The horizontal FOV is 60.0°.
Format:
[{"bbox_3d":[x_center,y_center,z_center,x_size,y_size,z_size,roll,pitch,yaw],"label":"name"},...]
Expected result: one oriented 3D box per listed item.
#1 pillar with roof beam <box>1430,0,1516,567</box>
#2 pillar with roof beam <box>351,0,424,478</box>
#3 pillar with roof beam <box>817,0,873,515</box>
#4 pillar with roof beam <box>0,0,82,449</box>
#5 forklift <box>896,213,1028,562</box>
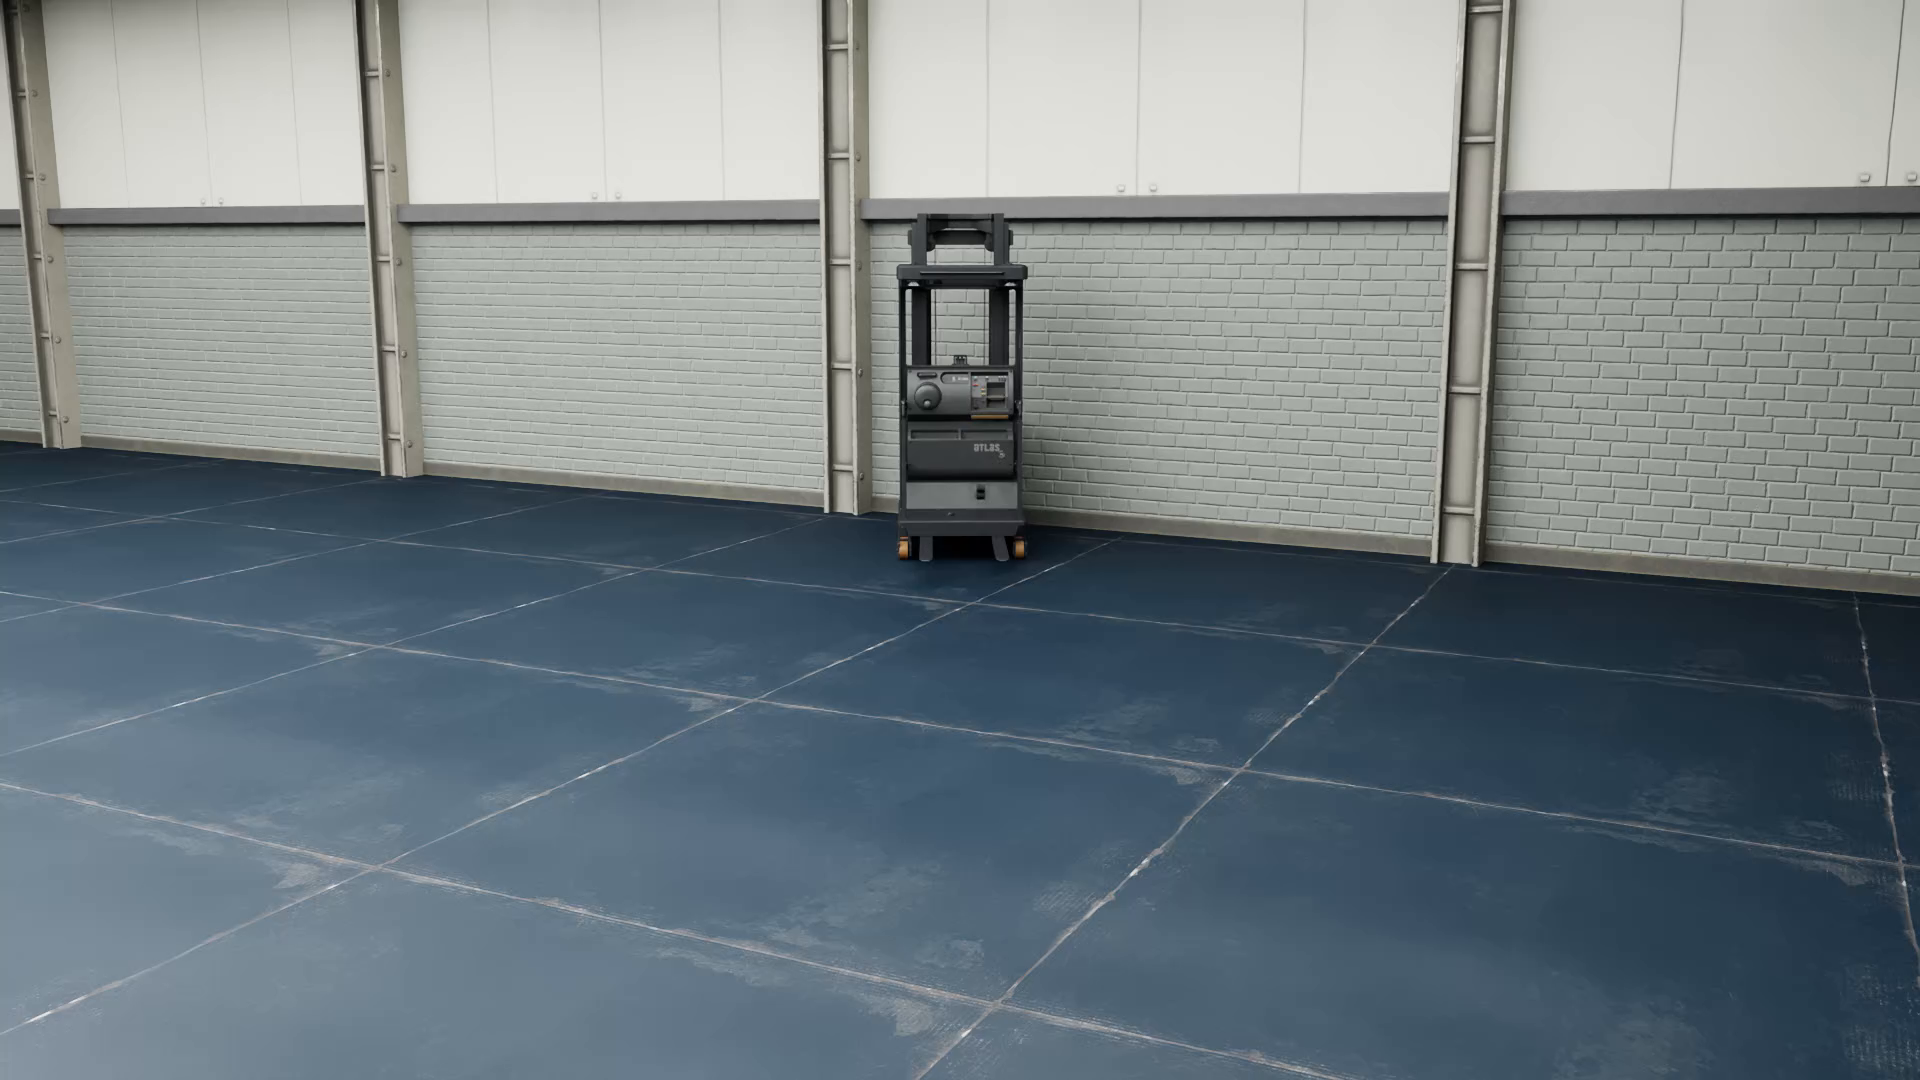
[{"bbox_3d":[2.347,-3.556,9.612,0.400,9.000,9.100,5,11,26],"label":"pillar with roof beam"},{"bbox_3d":[-8.414,-4.502,14.837,0.400,9.000,9.100,5,11,26],"label":"pillar with roof beam"},{"bbox_3d":[-3.033,-4.029,12.225,0.400,9.000,9.100,5,11,26],"label":"pillar with roof beam"},{"bbox_3d":[-13.795,-4.975,17.449,0.400,9.000,9.100,5,11,26],"label":"pillar with roof beam"},{"bbox_3d":[0.011,-1.330,14.350,1.130,2.935,3.031,0,10,-1],"label":"forklift"}]
